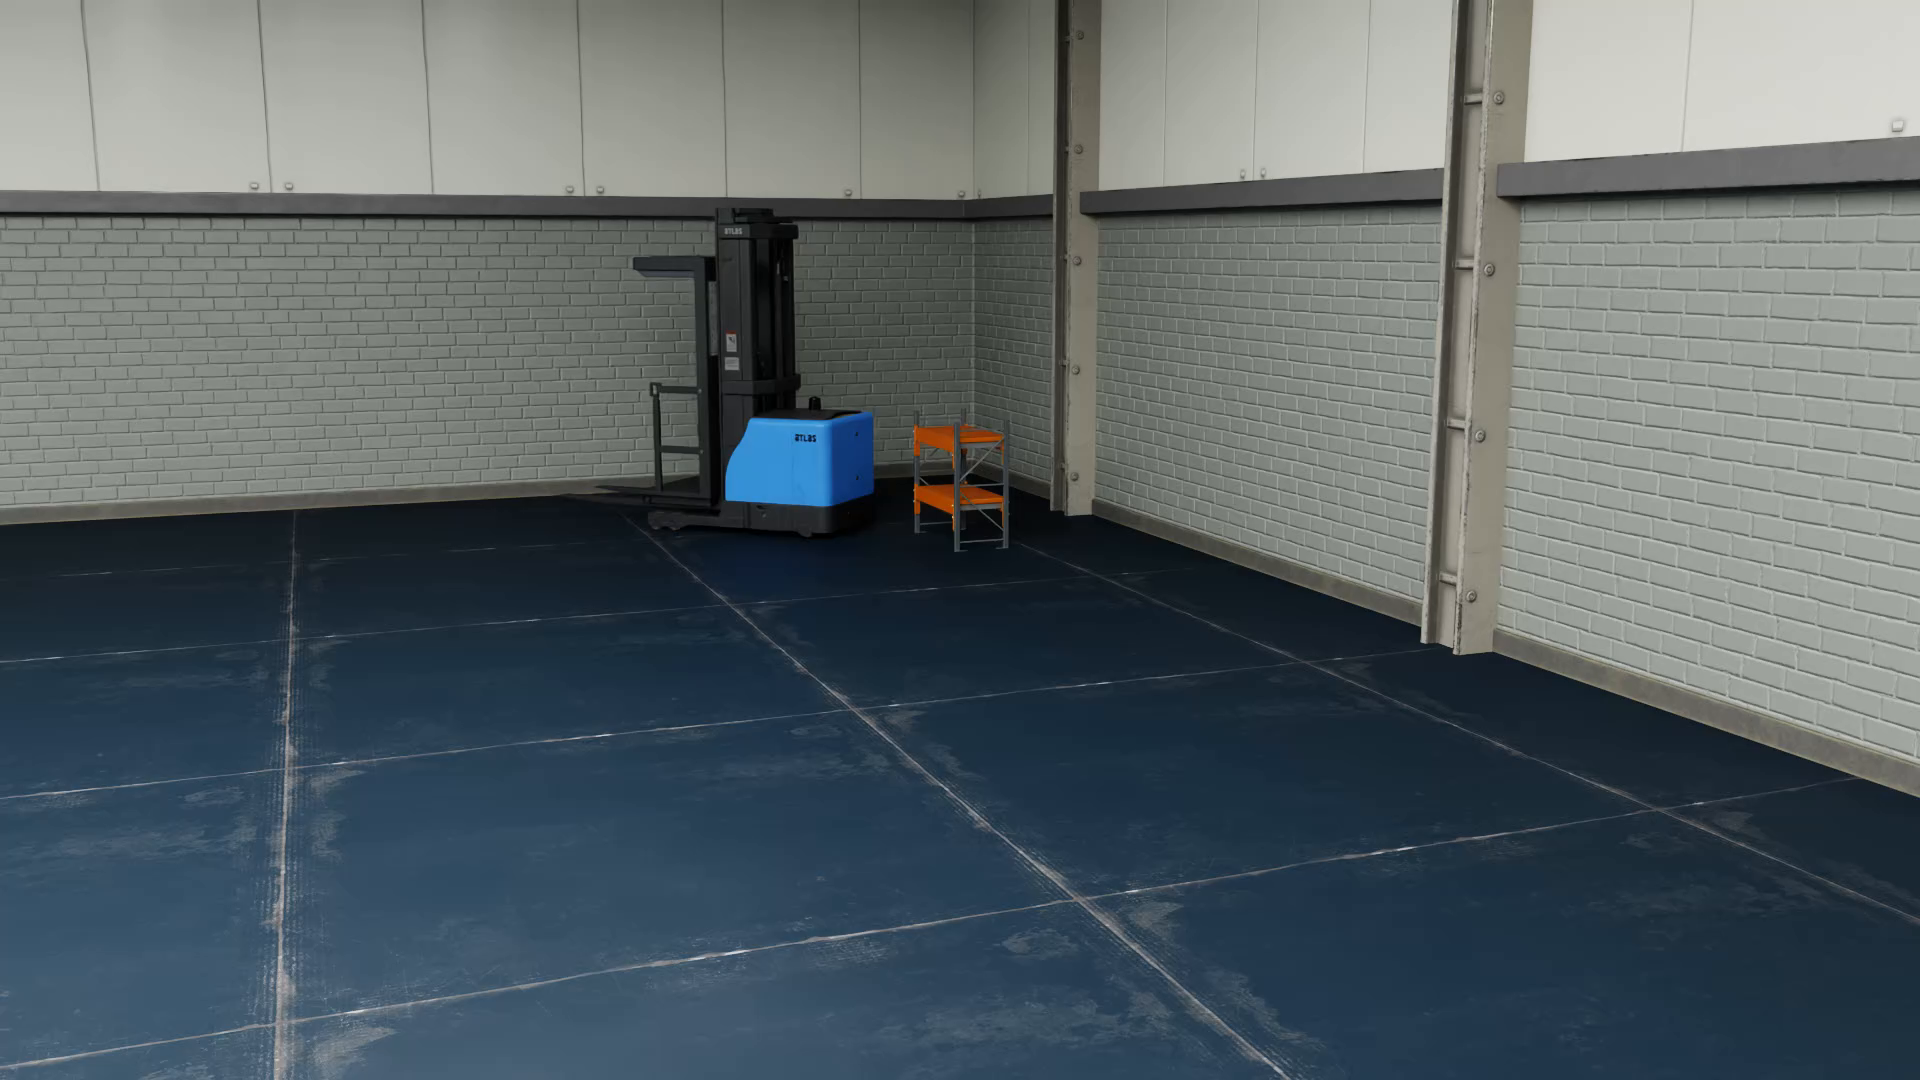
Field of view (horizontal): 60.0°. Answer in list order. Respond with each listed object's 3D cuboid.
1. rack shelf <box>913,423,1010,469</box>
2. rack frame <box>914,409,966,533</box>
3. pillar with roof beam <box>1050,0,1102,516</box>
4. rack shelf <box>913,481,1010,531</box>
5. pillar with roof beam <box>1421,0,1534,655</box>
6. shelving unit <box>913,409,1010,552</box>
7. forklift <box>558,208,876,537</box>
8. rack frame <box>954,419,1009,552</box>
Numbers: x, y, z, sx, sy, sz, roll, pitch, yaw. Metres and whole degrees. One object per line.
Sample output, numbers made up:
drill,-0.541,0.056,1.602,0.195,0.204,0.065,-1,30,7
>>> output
rack shelf,0.002,-0.841,14.764,0.538,0.278,1.000,-4,11,-21
rack frame,-0.182,-0.636,15.282,0.500,1.125,0.032,-4,11,-21
pillar with roof beam,-2.900,-4.435,14.159,9.100,9.000,0.400,-4,11,-21
rack shelf,0.002,-0.312,14.858,0.538,0.278,1.000,-4,11,-21
pillar with roof beam,-0.726,-3.456,8.653,9.100,9.000,0.400,-4,11,-21
shelving unit,0.002,-0.553,14.815,0.538,1.125,1.048,-4,11,-21
forklift,-2.362,-1.611,15.606,3.031,2.935,1.130,4,11,22
rack frame,0.187,-0.470,14.349,0.500,1.125,0.032,-4,11,-21
